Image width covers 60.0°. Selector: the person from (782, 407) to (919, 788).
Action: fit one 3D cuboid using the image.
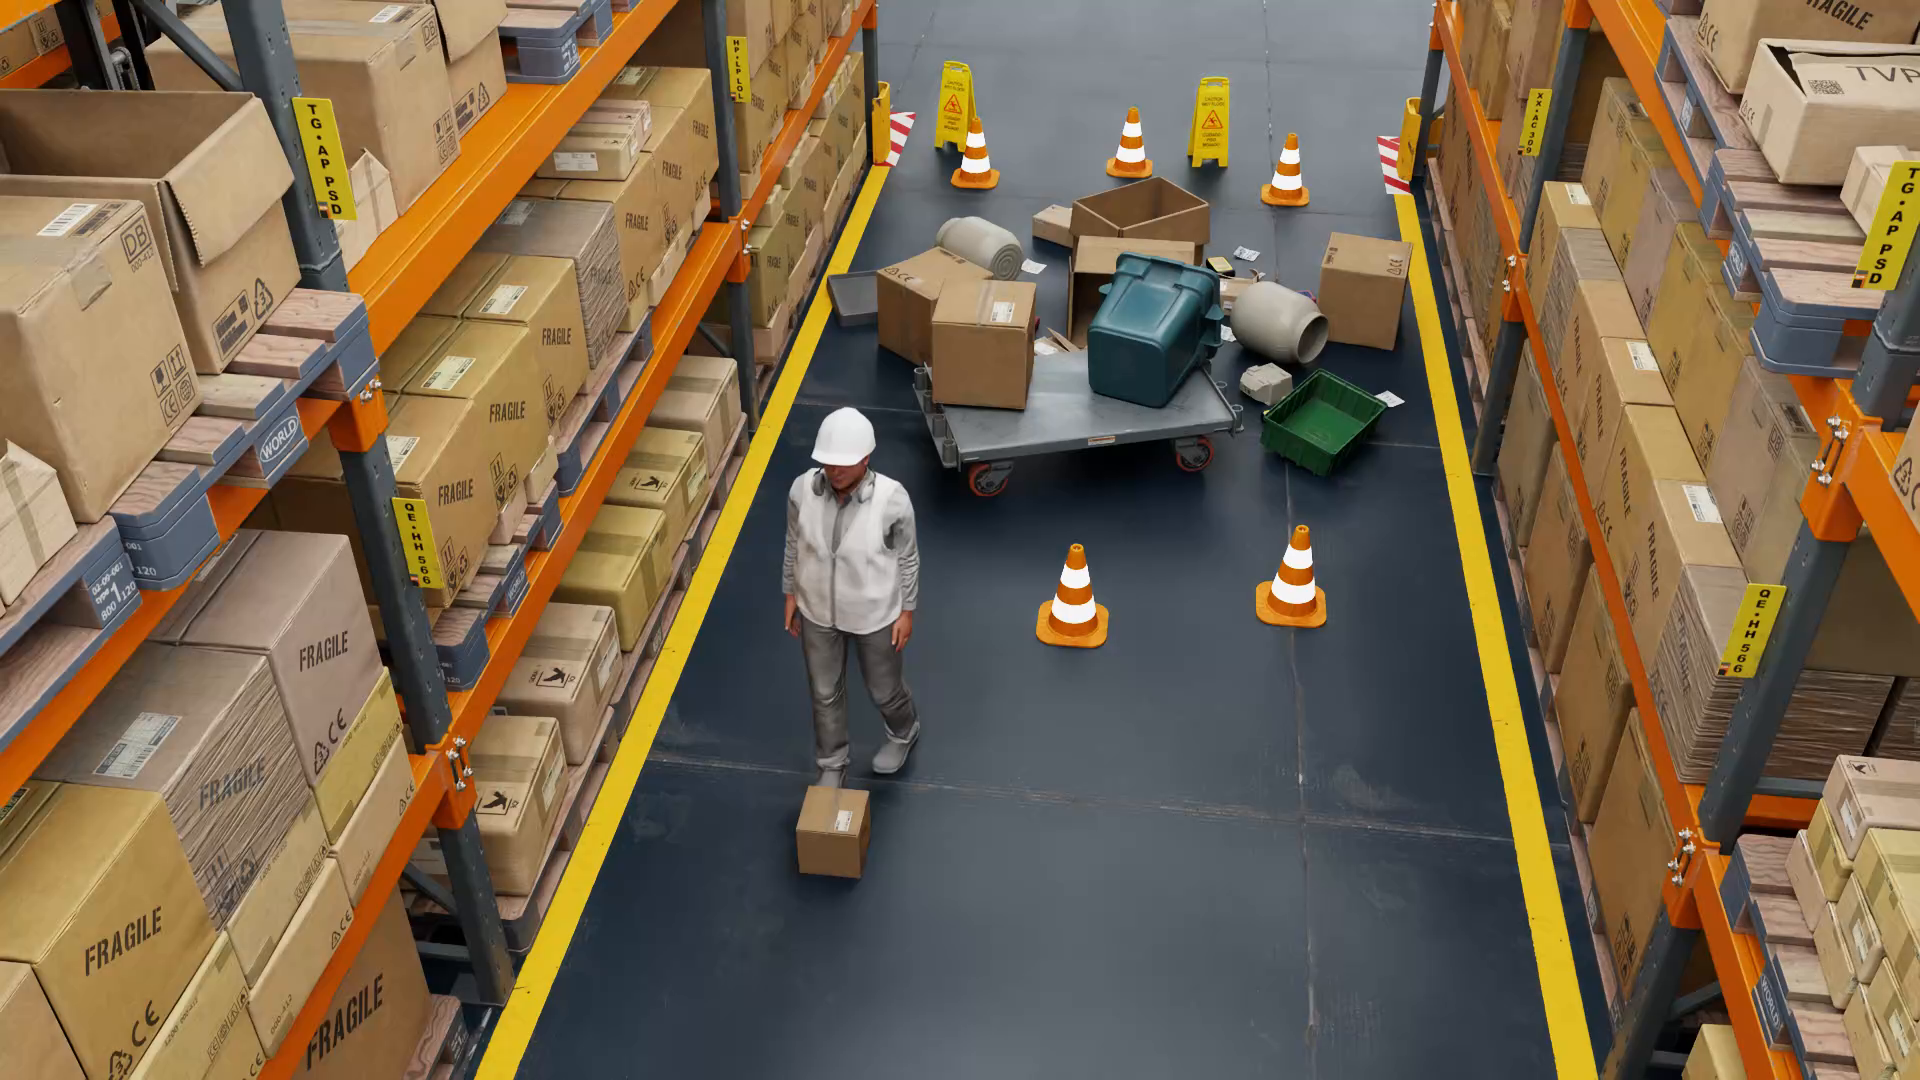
[{"bbox_3d":[-0.451,0.286,6.628,0.559,1.792,0.597,10,37,13],"label":"person"}]
